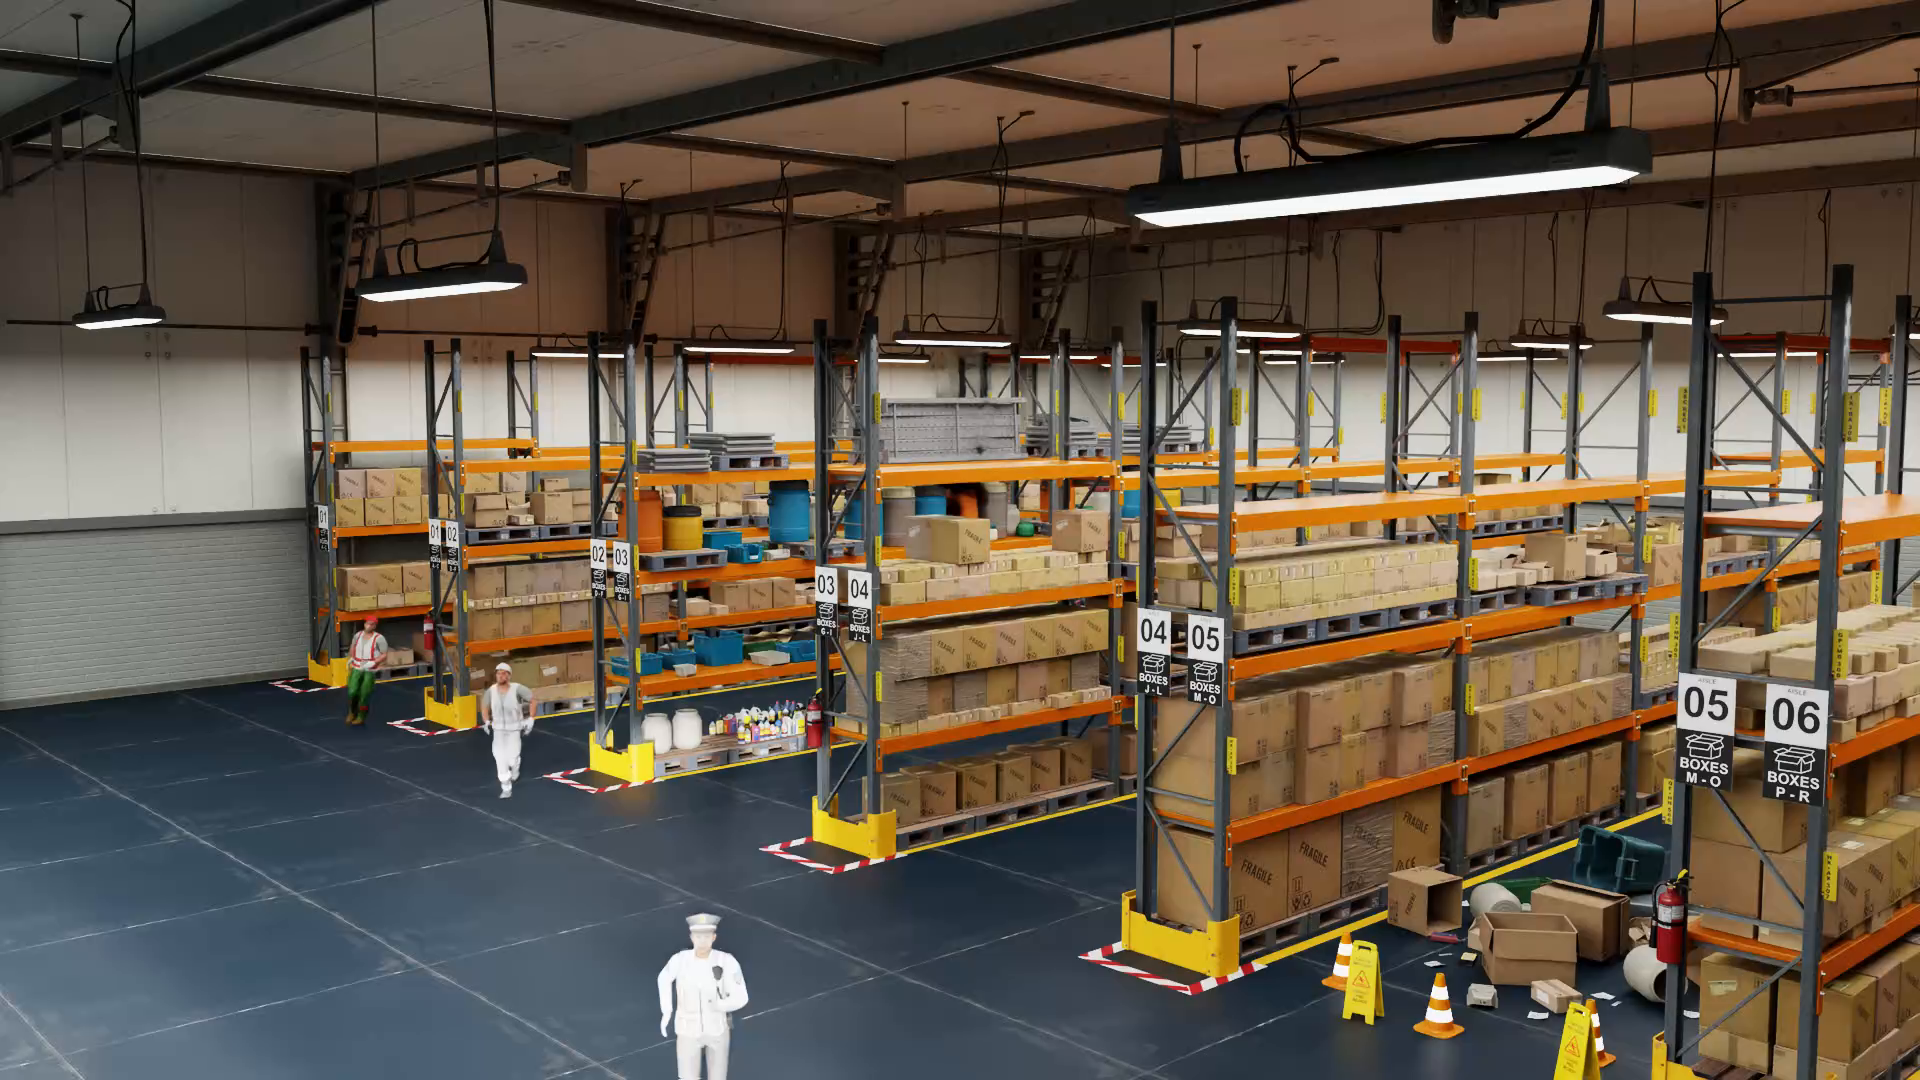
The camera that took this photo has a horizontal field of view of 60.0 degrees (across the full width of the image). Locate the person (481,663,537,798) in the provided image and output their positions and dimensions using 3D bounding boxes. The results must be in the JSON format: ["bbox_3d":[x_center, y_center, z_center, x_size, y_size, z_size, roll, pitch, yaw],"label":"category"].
[{"bbox_3d":[-5.784,2.433,21.276,0.685,1.743,0.662,0,5,0],"label":"person"}]

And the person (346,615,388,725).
[{"bbox_3d":[-9.228,2.021,25.790,0.703,1.729,0.582,0,5,-1],"label":"person"}]

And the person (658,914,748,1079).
[{"bbox_3d":[-1.717,3.329,11.137,0.596,1.728,0.837,-1,5,-9],"label":"person"}]
